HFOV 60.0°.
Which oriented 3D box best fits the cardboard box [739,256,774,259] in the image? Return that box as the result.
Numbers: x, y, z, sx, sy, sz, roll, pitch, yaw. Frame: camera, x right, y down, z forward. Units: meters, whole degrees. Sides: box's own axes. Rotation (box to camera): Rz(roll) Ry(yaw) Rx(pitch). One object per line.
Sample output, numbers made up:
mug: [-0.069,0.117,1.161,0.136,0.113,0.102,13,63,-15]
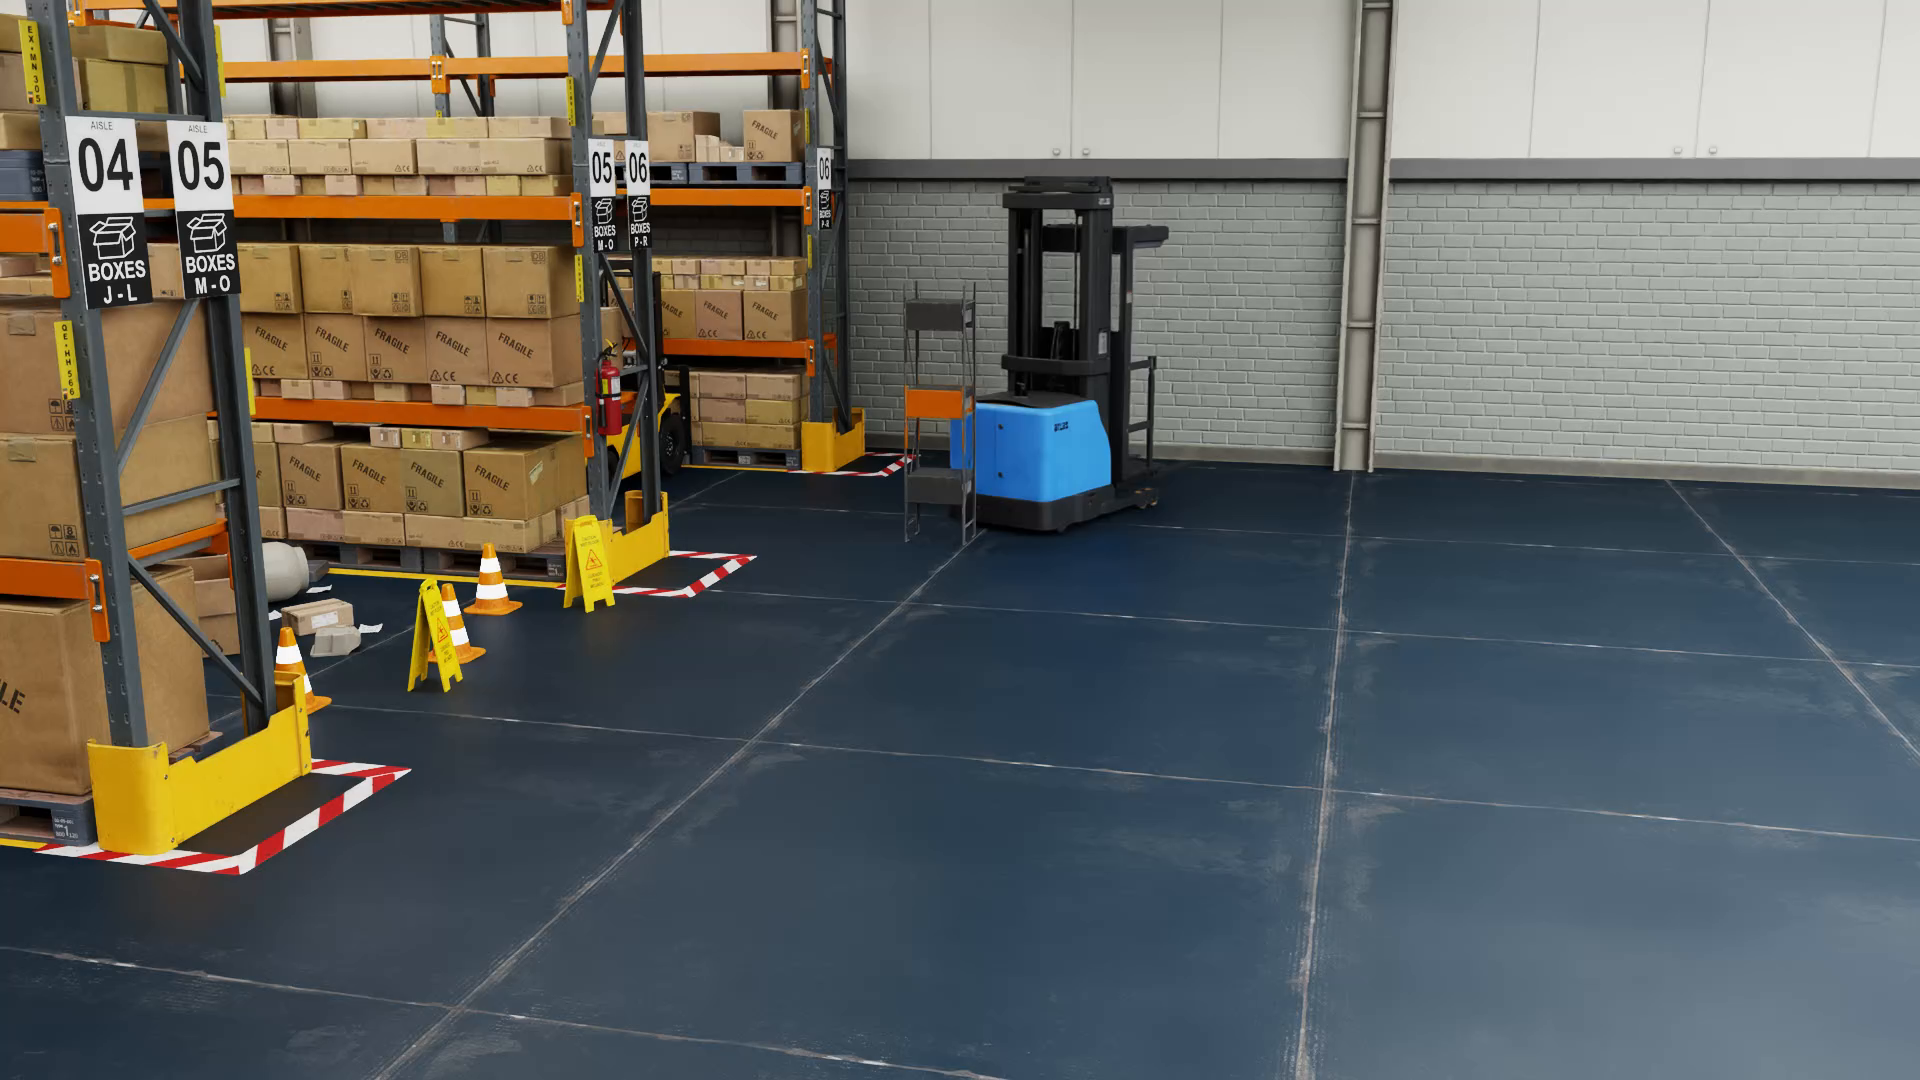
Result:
cardboard box: [-2.119,-2.884,17.392,0.250,0.149,0.380,3,13,15]

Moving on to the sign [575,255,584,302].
sign: [-2.676,-1.839,11.696,0.005,0.325,0.100,3,13,14]

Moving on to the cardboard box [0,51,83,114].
cardboard box: [-4.154,-1.946,7.114,0.500,0.250,0.500,3,13,14]

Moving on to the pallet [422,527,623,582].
pallet: [-3.378,0.072,12.920,1.213,0.211,1.003,3,13,14]

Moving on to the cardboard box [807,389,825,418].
cardboard box: [-1.745,-1.454,17.587,0.500,0.250,0.500,3,13,15]

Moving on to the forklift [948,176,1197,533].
forklift: [1.160,-1.761,14.903,1.130,2.935,3.031,9,15,34]

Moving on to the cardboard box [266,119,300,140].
cardboard box: [-4.902,-3.033,12.293,0.250,0.149,0.380,3,13,13]

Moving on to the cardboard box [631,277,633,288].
cardboard box: [-3.214,-2.697,17.237,0.250,0.149,0.380,3,13,13]

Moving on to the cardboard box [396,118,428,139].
cardboard box: [-3.886,-2.991,12.103,0.250,0.149,0.380,3,13,14]

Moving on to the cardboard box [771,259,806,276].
cardboard box: [-1.737,-2.764,16.853,0.250,0.149,0.380,3,13,14]

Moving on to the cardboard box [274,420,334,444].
cardboard box: [-5.031,-0.842,12.754,0.250,0.149,0.380,4,13,17]

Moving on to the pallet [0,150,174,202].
pallet: [-4.335,-1.647,7.510,1.213,0.211,1.003,3,13,14]

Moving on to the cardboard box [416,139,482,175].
cardboard box: [-3.570,-2.771,12.032,0.500,0.250,0.500,3,13,13]

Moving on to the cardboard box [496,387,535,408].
cardboard box: [-3.211,-1.077,12.243,0.250,0.149,0.380,3,13,13]

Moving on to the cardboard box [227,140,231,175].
cardboard box: [-5.543,-2.874,12.497,0.500,0.250,0.500,3,13,13]

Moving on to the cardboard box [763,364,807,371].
cardboard box: [-1.760,-1.695,17.518,0.500,0.250,0.500,3,13,13]

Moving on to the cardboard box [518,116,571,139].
cardboard box: [-2.923,-2.922,11.792,0.250,0.149,0.380,3,13,14]

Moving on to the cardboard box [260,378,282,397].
cardboard box: [-5.158,-1.200,12.795,0.250,0.149,0.380,3,13,13]

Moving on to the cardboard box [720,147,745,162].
cardboard box: [-2.216,-3.854,16.634,0.250,0.149,0.380,3,13,12]

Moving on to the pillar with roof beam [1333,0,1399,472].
pillar with roof beam: [2.995,-4.217,11.966,0.400,9.000,9.100,3,13,14]

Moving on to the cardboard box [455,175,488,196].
cardboard box: [-3.437,-2.564,12.019,0.250,0.149,0.380,3,13,15]

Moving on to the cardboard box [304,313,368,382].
cardboard box: [-4.574,-1.484,12.578,0.500,0.500,0.500,3,13,14]

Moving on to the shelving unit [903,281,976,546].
shelving unit: [-0.161,-1.034,13.545,0.503,2.100,0.431,3,13,14]

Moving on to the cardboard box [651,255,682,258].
cardboard box: [-3.108,-2.939,17.639,0.250,0.149,0.380,3,13,14]

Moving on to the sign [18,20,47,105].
sign: [-3.755,-1.934,6.738,0.005,0.325,0.100,3,13,14]

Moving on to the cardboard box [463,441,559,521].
cardboard box: [-3.364,-0.451,12.488,0.500,0.500,0.500,3,13,14]

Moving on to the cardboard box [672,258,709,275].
cardboard box: [-2.747,-2.797,17.001,0.250,0.149,0.380,3,13,15]

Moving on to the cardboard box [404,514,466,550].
cardboard box: [-3.874,-0.112,12.692,0.500,0.250,0.500,3,13,14]

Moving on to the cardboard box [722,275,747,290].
cardboard box: [-2.235,-2.637,16.967,0.250,0.149,0.380,3,13,15]

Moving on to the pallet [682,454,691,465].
pallet: [-3.272,-1.013,17.811,1.213,0.211,1.003,3,13,14]

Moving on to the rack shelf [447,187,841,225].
rack shelf: [-3.280,-3.496,17.303,4.000,0.370,1.077,3,13,14]

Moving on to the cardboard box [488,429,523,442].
cardboard box: [-3.773,-0.591,13.122,0.500,0.500,0.500,3,13,11]

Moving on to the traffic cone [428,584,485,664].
traffic cone: [-3.186,0.503,10.398,0.334,0.463,0.336,3,13,14]

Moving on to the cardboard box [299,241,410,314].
cardboard box: [-4.533,-1.986,12.533,0.500,0.500,0.700,3,13,13]

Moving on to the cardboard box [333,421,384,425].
cardboard box: [-6.483,-1.599,18.530,0.625,0.625,0.875,3,13,13]

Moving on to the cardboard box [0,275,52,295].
cardboard box: [-7.393,-1.843,13.229,0.500,0.500,0.500,3,13,14]

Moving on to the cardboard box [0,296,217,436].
cardboard box: [-3.963,-0.817,7.652,0.550,0.550,0.875,3,13,14]

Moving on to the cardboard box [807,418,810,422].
cardboard box: [-1.768,-1.209,17.635,0.500,0.250,0.500,3,13,14]

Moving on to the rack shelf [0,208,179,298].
rack shelf: [-5.554,-1.406,7.882,4.000,0.370,1.077,3,13,14]

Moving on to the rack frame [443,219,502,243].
rack frame: [-5.222,-2.487,18.018,0.127,3.000,1.000,3,13,14]

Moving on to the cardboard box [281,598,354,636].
cardboard box: [-4.280,0.513,11.077,0.250,0.149,0.380,12,17,43]

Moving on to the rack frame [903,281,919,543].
rack frame: [-0.398,-1.046,13.602,0.015,2.100,0.400,3,13,14]

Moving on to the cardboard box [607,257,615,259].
cardboard box: [-3.714,-2.869,17.323,0.250,0.149,0.380,3,13,13]

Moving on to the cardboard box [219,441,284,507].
cardboard box: [-5.377,-0.559,12.975,0.500,0.500,0.500,4,13,16]

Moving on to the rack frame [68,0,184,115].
rack frame: [-6.408,-4.372,12.663,0.127,3.000,1.000,3,13,14]

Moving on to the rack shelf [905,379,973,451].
rack shelf: [-0.161,-1.020,13.548,0.480,0.518,0.431,3,13,14]

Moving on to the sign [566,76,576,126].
sign: [-2.676,-3.016,11.435,0.005,0.325,0.100,3,13,14]

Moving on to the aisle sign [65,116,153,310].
aisle sign: [-3.615,-1.392,7.079,0.004,0.787,0.394,3,13,14]

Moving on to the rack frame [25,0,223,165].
rack frame: [-3.612,-3.118,7.012,0.127,3.000,1.000,3,13,14]

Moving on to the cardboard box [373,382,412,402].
cardboard box: [-4.197,-1.139,12.521,0.250,0.149,0.380,3,13,13]

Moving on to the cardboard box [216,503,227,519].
cardboard box: [-5.899,-0.218,13.171,0.500,0.250,0.500,2,13,11]

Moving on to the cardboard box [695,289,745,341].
cardboard box: [-2.381,-2.327,17.068,0.500,0.500,0.500,3,13,15]

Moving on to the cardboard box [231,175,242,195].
cardboard box: [-5.422,-2.681,12.546,0.250,0.149,0.380,3,13,15]

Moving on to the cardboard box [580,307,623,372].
cardboard box: [-2.917,-1.512,12.707,0.500,0.500,0.500,3,13,13]

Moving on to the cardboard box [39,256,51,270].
cardboard box: [-10.734,-2.996,19.103,0.637,0.503,0.797,3,13,12]

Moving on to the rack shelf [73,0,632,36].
rack shelf: [-4.466,-3.915,12.273,4.000,0.370,1.077,3,13,14]

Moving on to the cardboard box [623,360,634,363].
cardboard box: [-3.714,-1.801,17.995,0.500,0.250,0.500,3,13,14]

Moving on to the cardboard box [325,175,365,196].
cardboard box: [-4.439,-2.607,12.214,0.250,0.149,0.380,3,13,13]
